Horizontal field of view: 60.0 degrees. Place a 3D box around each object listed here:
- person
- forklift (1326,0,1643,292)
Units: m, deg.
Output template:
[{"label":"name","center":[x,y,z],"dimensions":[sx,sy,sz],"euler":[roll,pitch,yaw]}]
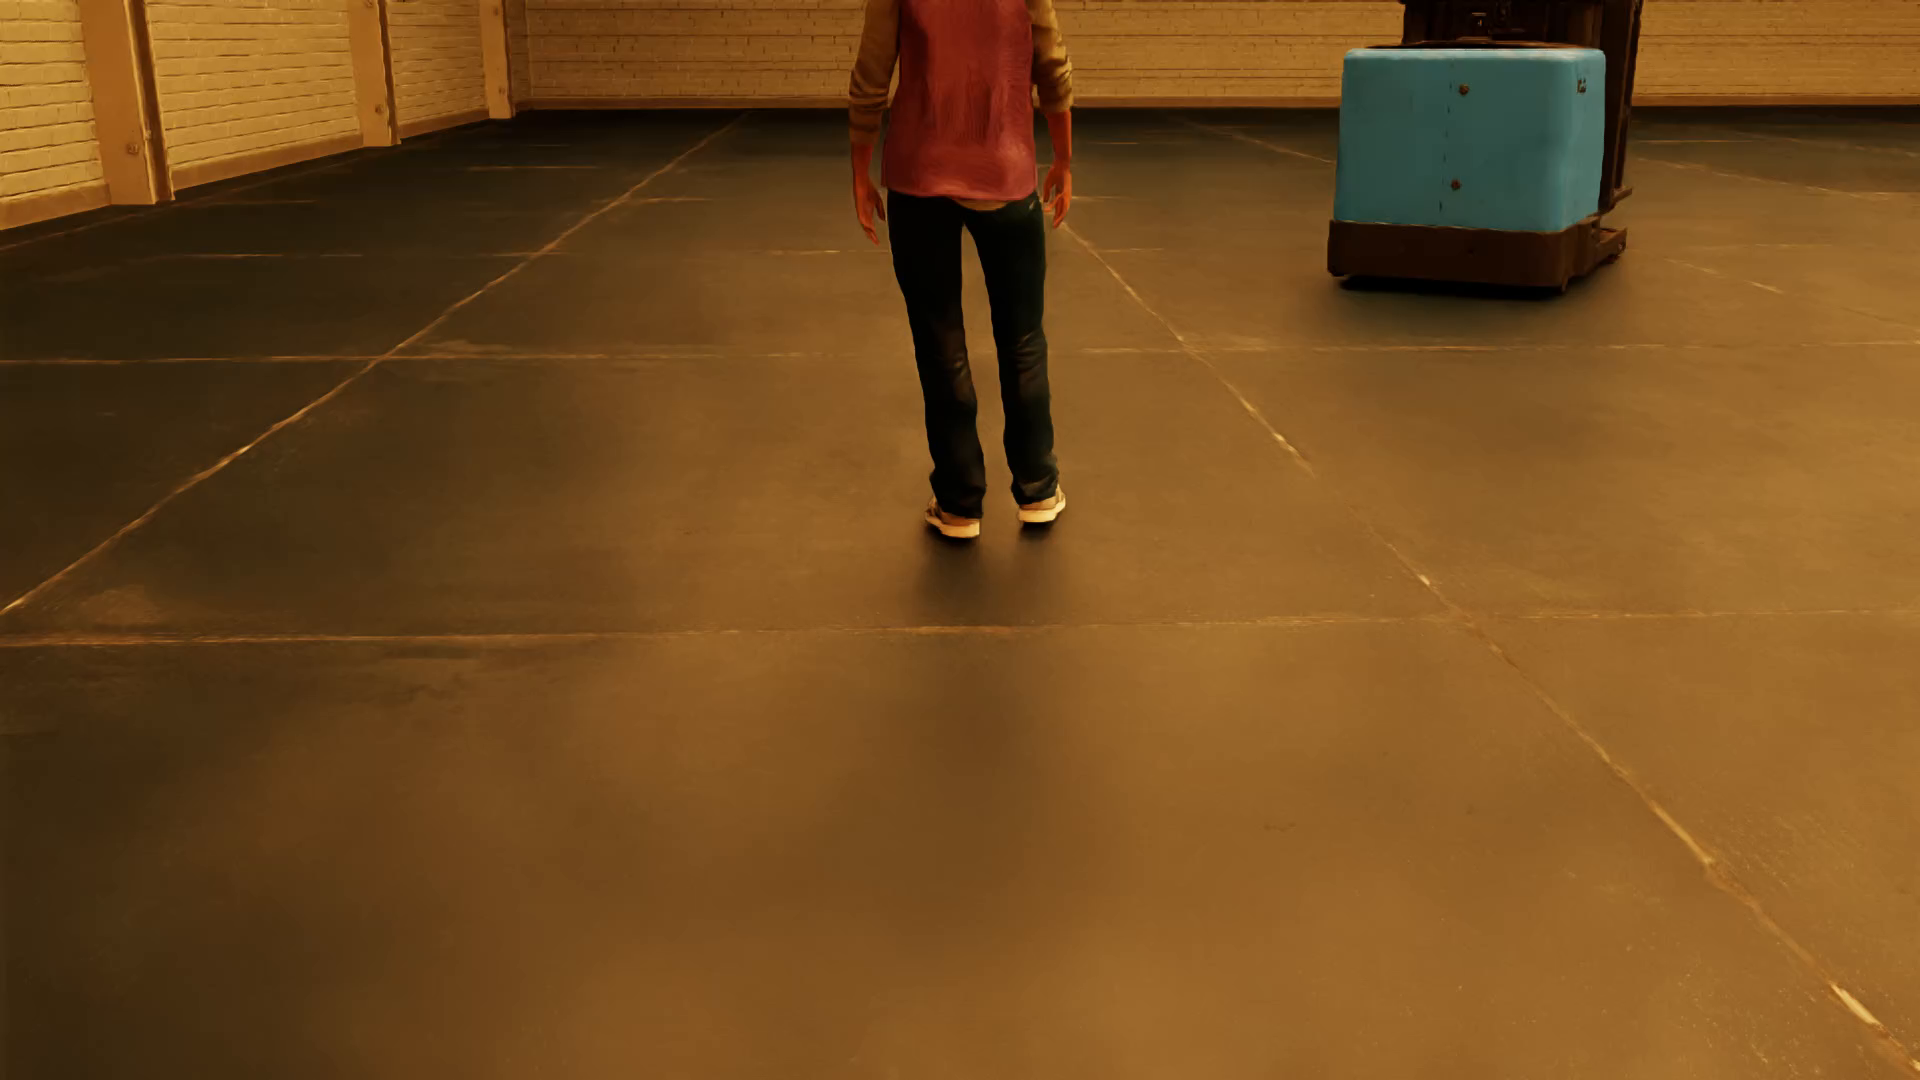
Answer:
[{"label":"person","center":[0.010,-0.792,3.754],"dimensions":[0.520,1.597,0.474],"euler":[-1,17,-3]},{"label":"forklift","center":[2.876,-2.896,8.374],"dimensions":[1.130,2.935,3.031],"euler":[9,19,28]}]
